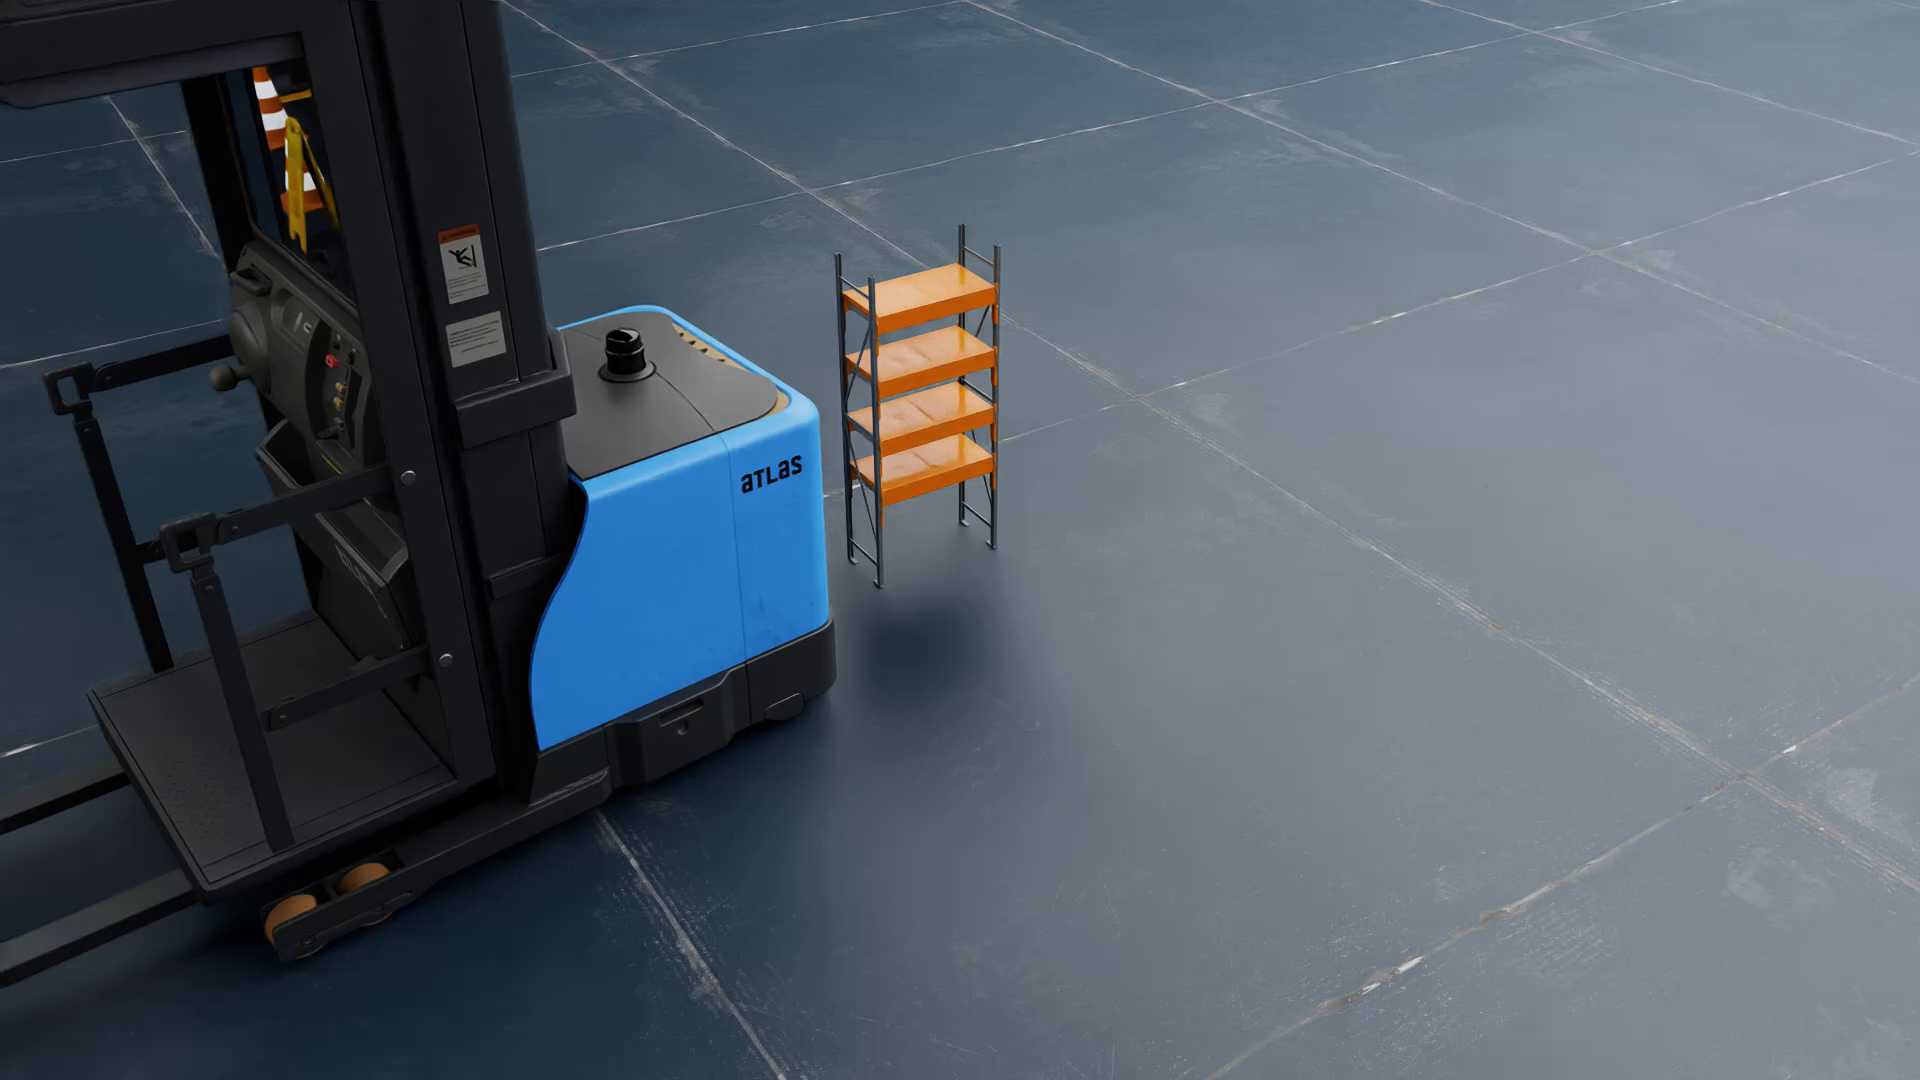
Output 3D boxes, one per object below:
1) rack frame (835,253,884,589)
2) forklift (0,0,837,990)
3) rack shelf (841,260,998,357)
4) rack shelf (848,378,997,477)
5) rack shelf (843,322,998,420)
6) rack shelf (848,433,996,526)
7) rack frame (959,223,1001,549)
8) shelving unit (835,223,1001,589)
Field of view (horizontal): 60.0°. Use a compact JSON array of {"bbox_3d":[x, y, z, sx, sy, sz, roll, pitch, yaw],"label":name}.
[{"bbox_3d":[-0.344,-0.389,5.742,0.015,1.200,0.240,-19,37,-27],"label":"rack frame"},{"bbox_3d":[-1.865,-0.436,4.195,3.031,2.935,1.130,-23,39,-32],"label":"forklift"},{"bbox_3d":[-0.139,-0.792,5.644,0.480,0.148,0.258,-19,37,-27],"label":"rack shelf"},{"bbox_3d":[-0.139,-0.403,5.890,0.480,0.148,0.258,-19,37,-27],"label":"rack shelf"},{"bbox_3d":[-0.139,-0.592,5.771,0.480,0.148,0.258,-19,37,-27],"label":"rack shelf"},{"bbox_3d":[-0.139,-0.235,5.996,0.480,0.148,0.258,-19,37,-27],"label":"rack shelf"},{"bbox_3d":[0.066,-0.530,5.966,0.015,1.200,0.240,-19,37,-27],"label":"rack frame"},{"bbox_3d":[-0.139,-0.460,5.854,0.503,1.200,0.258,-19,37,-27],"label":"shelving unit"}]
